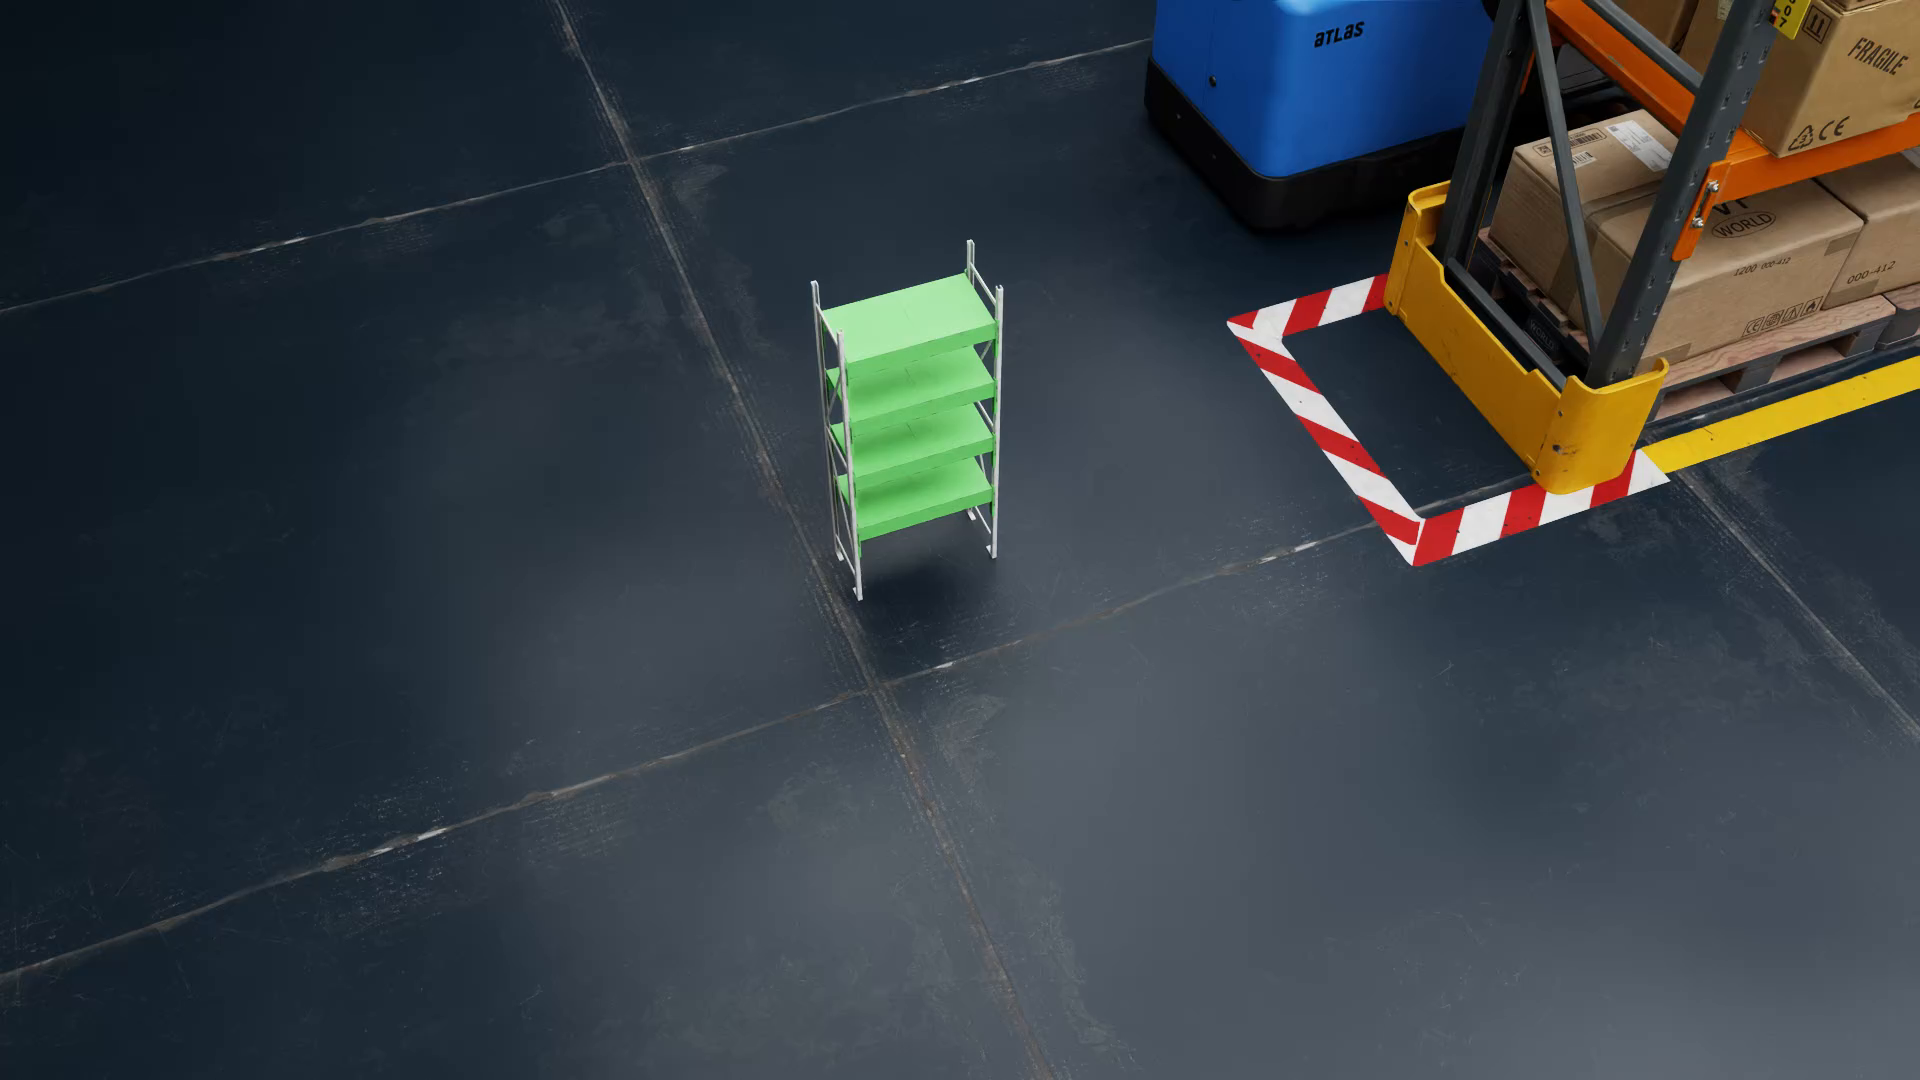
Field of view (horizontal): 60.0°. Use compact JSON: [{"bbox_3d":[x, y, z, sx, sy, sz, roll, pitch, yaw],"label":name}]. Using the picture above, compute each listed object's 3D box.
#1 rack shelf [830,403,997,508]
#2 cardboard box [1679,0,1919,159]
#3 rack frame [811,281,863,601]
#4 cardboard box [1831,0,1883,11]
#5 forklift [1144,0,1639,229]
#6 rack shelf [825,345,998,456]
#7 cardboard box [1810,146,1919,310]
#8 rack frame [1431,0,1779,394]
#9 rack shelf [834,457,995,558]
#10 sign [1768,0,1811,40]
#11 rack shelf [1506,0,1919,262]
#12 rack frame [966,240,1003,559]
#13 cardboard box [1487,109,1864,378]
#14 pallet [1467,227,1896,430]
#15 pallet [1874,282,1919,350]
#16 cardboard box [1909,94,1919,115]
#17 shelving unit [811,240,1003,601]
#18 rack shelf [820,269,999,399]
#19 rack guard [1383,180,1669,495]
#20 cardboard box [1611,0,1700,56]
[{"bbox_3d":[-0.153,-0.302,5.303,0.480,0.148,0.258,-17,52,-14],"label":"rack shelf"},{"bbox_3d":[2.602,-1.557,5.044,0.500,0.500,0.500,-18,52,-15],"label":"cardboard box"},{"bbox_3d":[-0.379,-0.273,5.194,0.015,1.200,0.240,-17,52,-14],"label":"rack frame"},{"bbox_3d":[2.601,-1.884,4.666,0.500,0.500,0.500,-18,52,-15],"label":"cardboard box"},{"bbox_3d":[2.371,-2.972,6.370,3.031,2.935,1.130,-18,52,-15],"label":"forklift"},{"bbox_3d":[-0.153,-0.458,5.120,0.480,0.148,0.258,-17,52,-14],"label":"rack shelf"},{"bbox_3d":[3.466,-1.418,6.403,0.875,0.438,0.875,-16,51,-13],"label":"cardboard box"},{"bbox_3d":[2.049,-1.588,5.137,0.127,3.000,1.000,-17,52,-14],"label":"rack frame"},{"bbox_3d":[-0.153,-0.145,5.485,0.480,0.148,0.258,-17,52,-14],"label":"rack shelf"},{"bbox_3d":[2.253,-1.504,4.442,0.005,0.325,0.100,-17,52,-14],"label":"sign"},{"bbox_3d":[3.900,-1.927,5.902,4.000,0.370,1.077,-17,52,-14],"label":"rack shelf"},{"bbox_3d":[0.073,-0.413,5.314,0.015,1.200,0.240,-17,52,-14],"label":"rack frame"},{"bbox_3d":[2.622,-1.150,6.172,0.875,0.438,0.875,-19,52,-15],"label":"cardboard box"},{"bbox_3d":[2.759,-0.964,6.439,1.213,0.211,1.003,-17,52,-14],"label":"pallet"},{"bbox_3d":[3.887,-1.311,6.737,1.213,0.211,1.003,-17,52,-14],"label":"pallet"},{"bbox_3d":[3.059,-1.721,5.185,0.500,0.500,0.500,-18,52,-15],"label":"cardboard box"},{"bbox_3d":[-0.153,-0.343,5.254,0.503,1.200,0.258,-17,52,-14],"label":"shelving unit"},{"bbox_3d":[-0.153,-0.615,4.938,0.480,0.148,0.258,-17,52,-14],"label":"rack shelf"},{"bbox_3d":[2.026,-0.767,6.079,0.348,0.500,1.175,-17,52,-14],"label":"rack guard"},{"bbox_3d":[2.395,-1.945,5.377,0.500,0.500,0.500,-17,51,-14],"label":"cardboard box"}]
